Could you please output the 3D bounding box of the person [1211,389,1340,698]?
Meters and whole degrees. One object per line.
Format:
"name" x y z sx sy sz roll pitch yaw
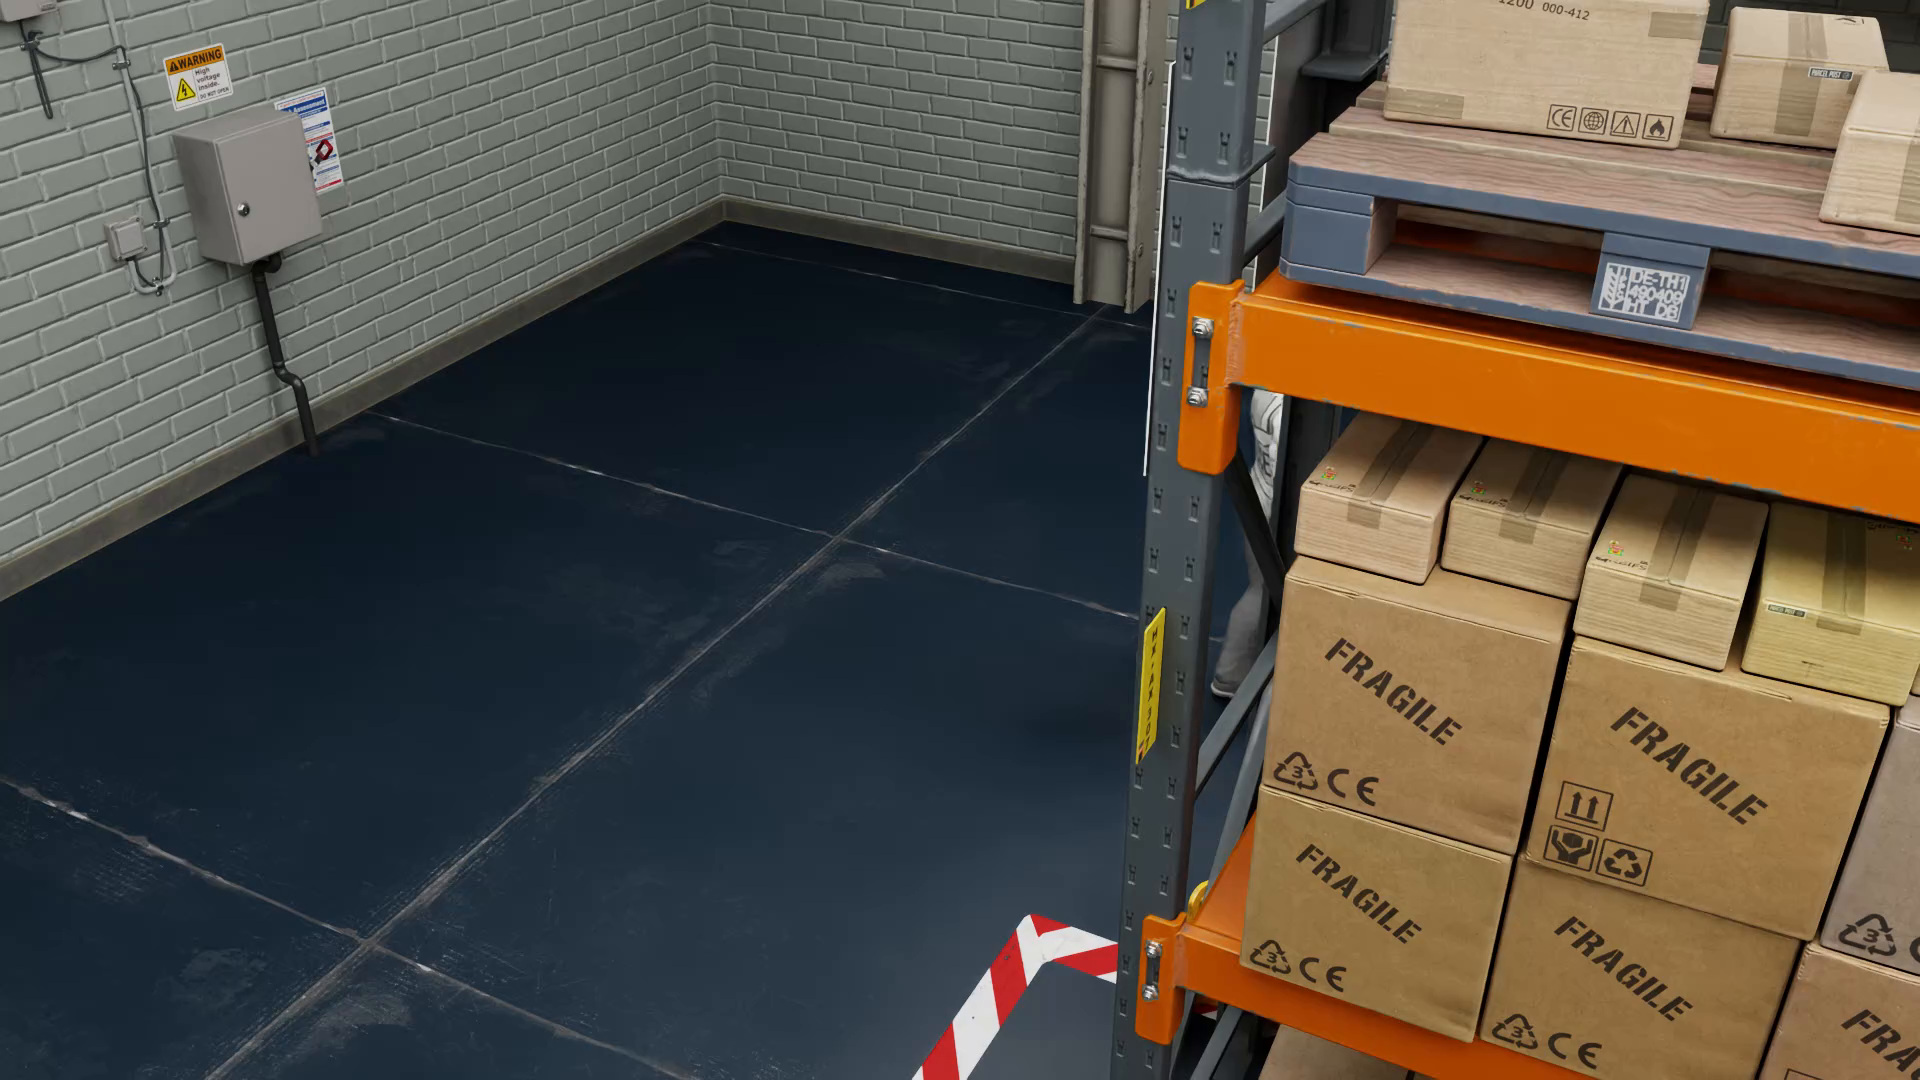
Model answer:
"person" 1.315 -0.067 6.249 0.614 1.718 0.505 -2 30 -3
